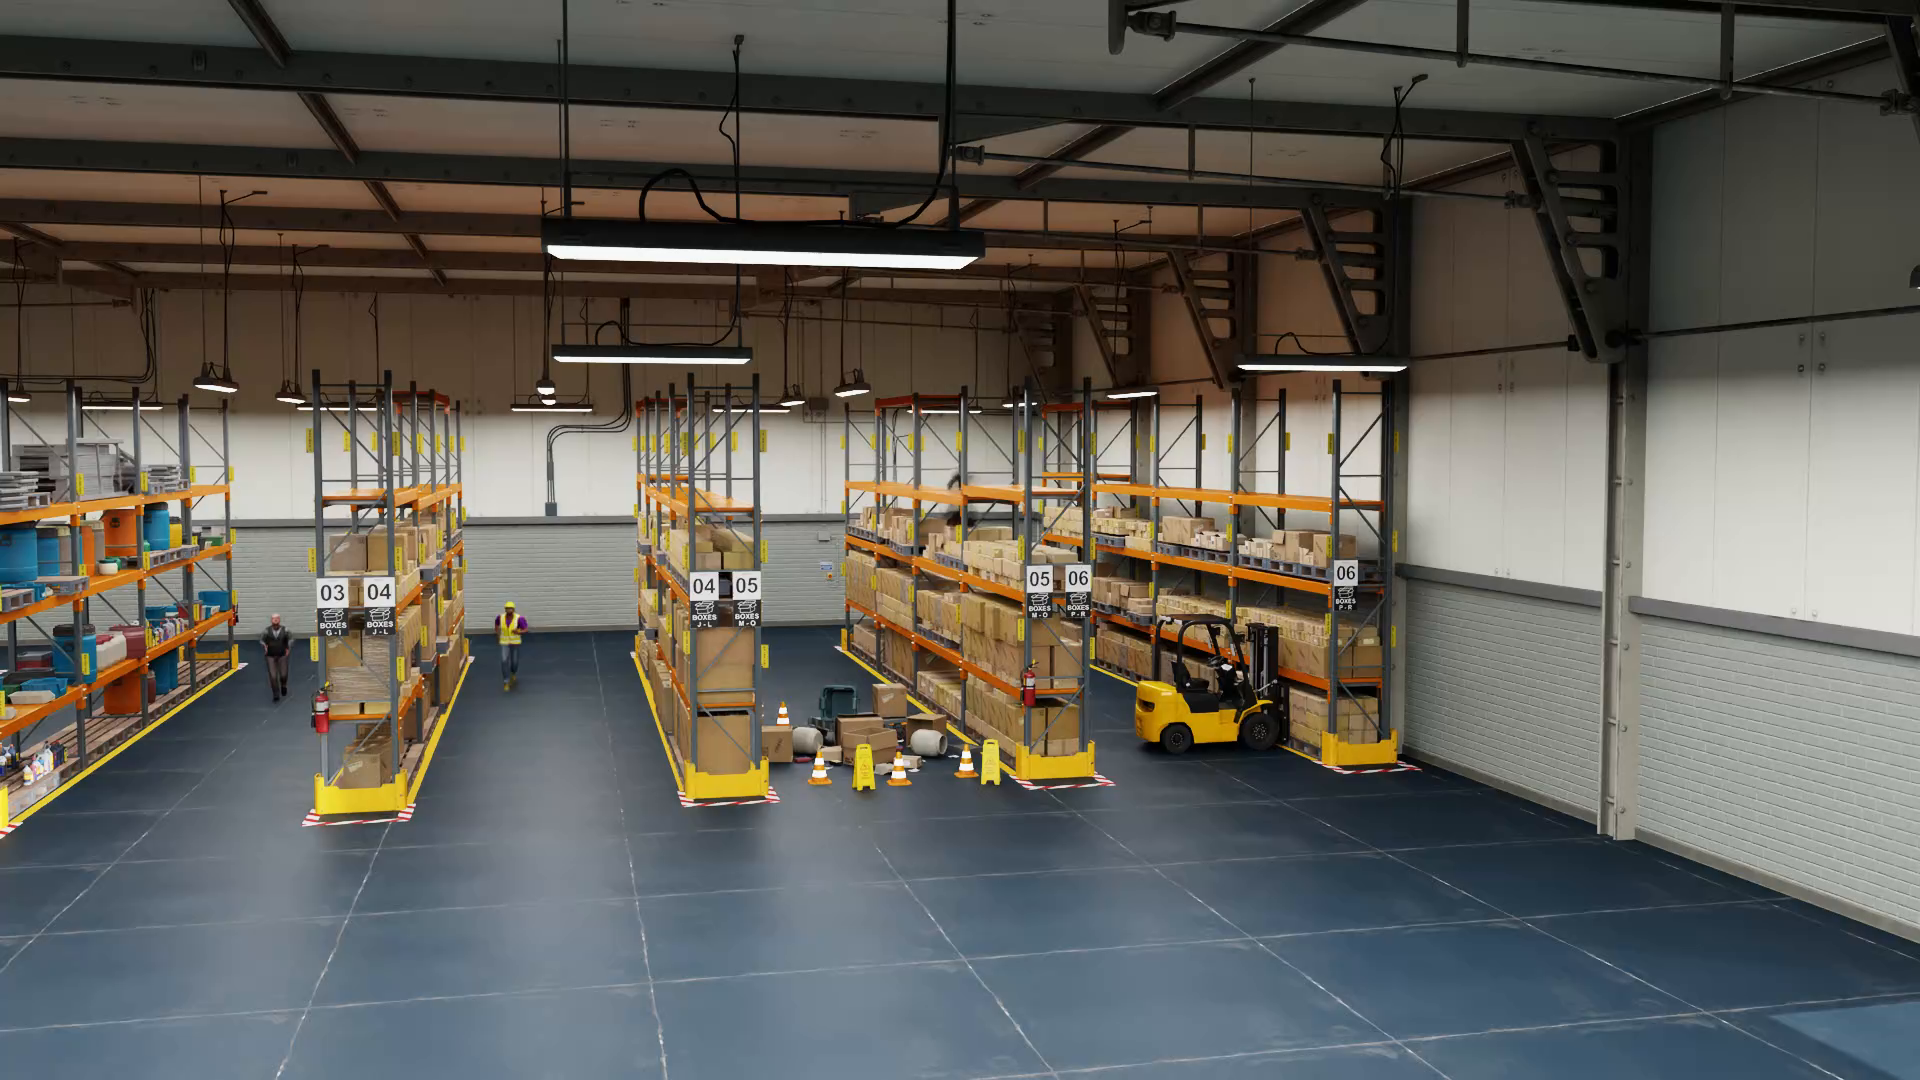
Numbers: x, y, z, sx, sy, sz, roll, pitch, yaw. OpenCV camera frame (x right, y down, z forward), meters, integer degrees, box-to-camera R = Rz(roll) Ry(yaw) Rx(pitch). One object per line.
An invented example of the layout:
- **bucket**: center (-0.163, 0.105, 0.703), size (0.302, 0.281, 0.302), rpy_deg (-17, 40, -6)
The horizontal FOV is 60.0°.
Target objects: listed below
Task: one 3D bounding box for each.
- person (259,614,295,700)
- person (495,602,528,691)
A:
- **person**: center (-13.350, 2.284, 32.499), size (0.653, 1.674, 0.594), rpy_deg (-1, 4, -21)
- **person**: center (-9.211, 2.173, 34.167), size (0.663, 1.831, 0.980), rpy_deg (-1, 3, -14)
